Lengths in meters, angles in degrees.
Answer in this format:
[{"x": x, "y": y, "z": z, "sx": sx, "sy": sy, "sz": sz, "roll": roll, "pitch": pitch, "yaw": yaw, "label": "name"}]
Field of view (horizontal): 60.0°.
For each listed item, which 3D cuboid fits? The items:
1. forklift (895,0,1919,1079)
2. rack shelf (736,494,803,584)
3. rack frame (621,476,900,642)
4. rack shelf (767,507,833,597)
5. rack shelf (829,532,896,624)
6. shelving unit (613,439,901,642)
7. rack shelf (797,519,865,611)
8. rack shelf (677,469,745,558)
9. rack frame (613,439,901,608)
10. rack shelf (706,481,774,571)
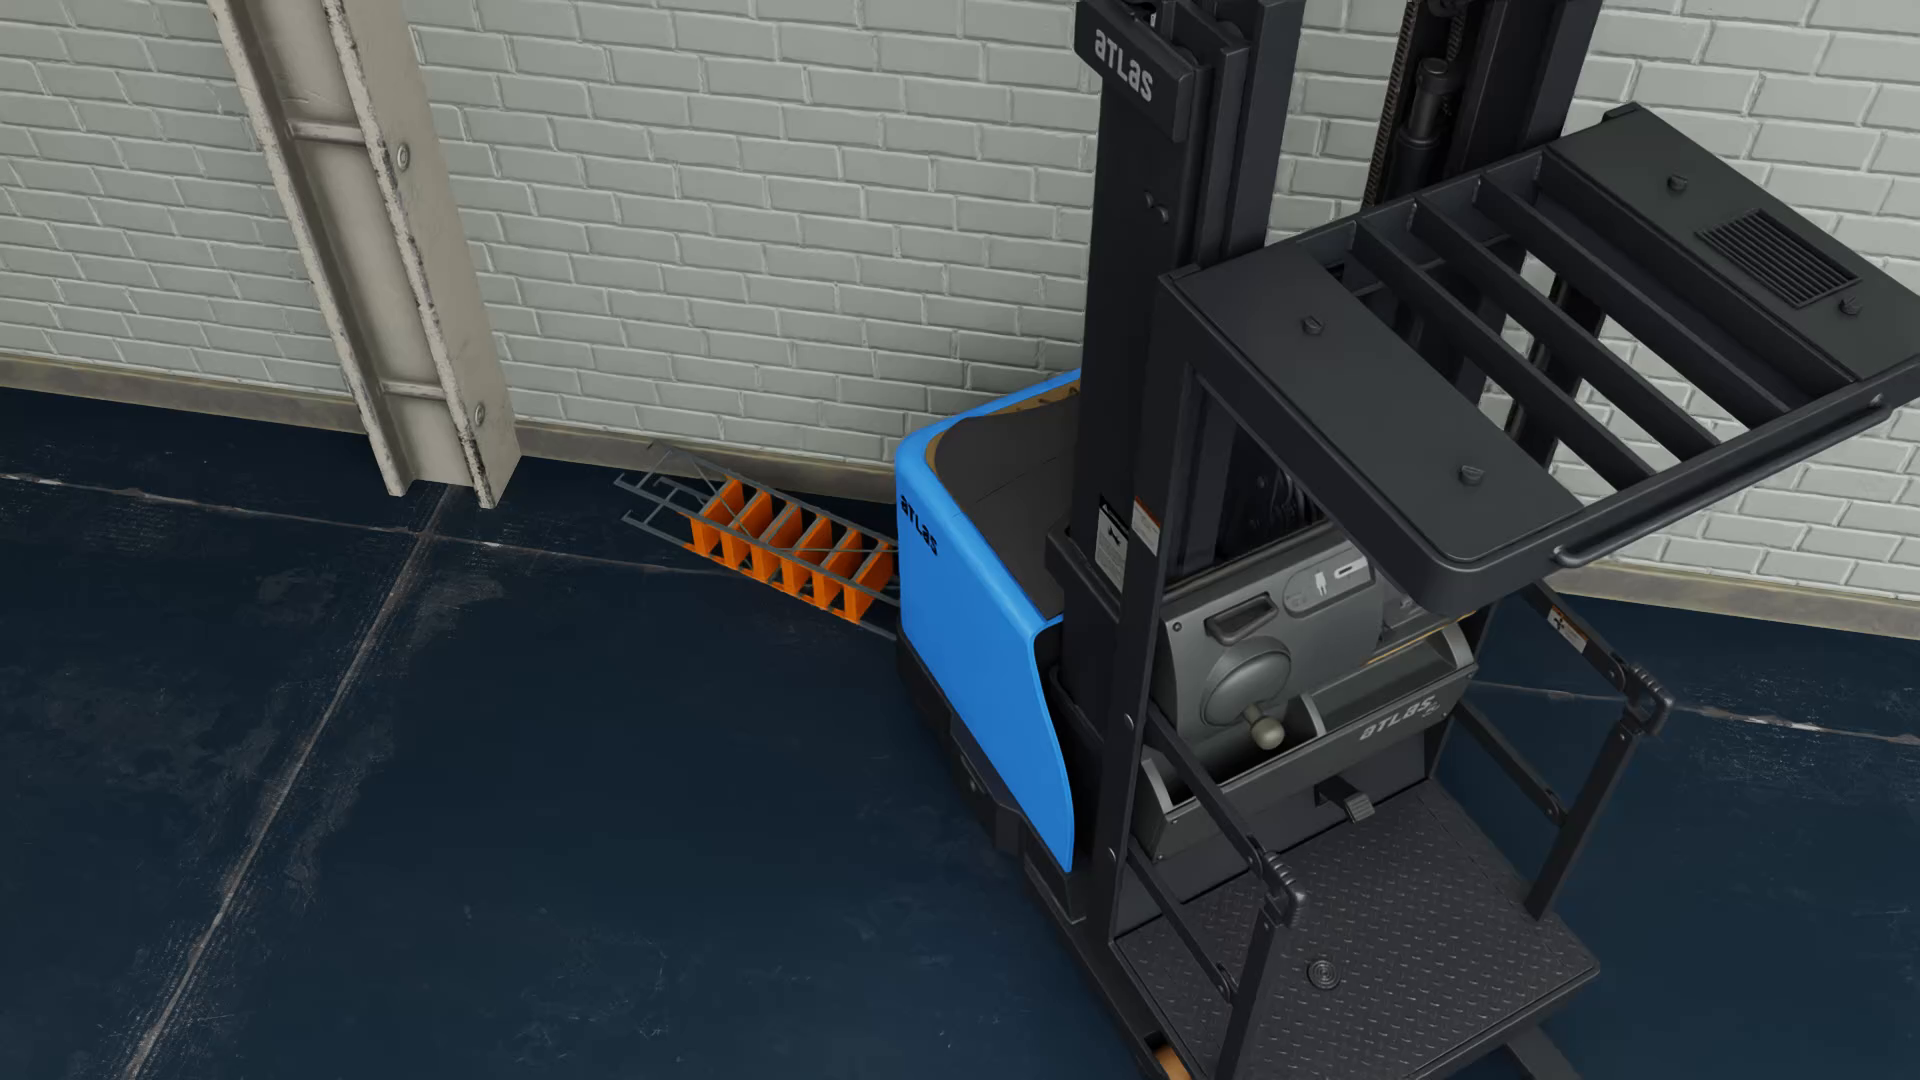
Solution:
[{"x": 0.955, "y": 0.247, "z": 3.558, "sx": 1.130, "sy": 2.935, "sz": 3.031, "roll": -22, "pitch": 52, "yaw": -19, "label": "forklift"}, {"x": -0.637, "y": -0.009, "z": 5.626, "sx": 0.103, "sy": 0.180, "sz": 0.258, "roll": 22, "pitch": 52, "yaw": 19, "label": "rack shelf"}, {"x": -0.598, "y": 0.068, "z": 5.680, "sx": 1.200, "sy": 0.006, "sz": 0.240, "roll": 22, "pitch": 52, "yaw": 19, "label": "rack frame"}, {"x": -0.532, "y": 0.034, "z": 5.588, "sx": 0.103, "sy": 0.180, "sz": 0.258, "roll": 22, "pitch": 52, "yaw": 19, "label": "rack shelf"}, {"x": -0.321, "y": 0.121, "z": 5.512, "sx": 0.103, "sy": 0.180, "sz": 0.258, "roll": 22, "pitch": 52, "yaw": 19, "label": "rack shelf"}, {"x": -0.598, "y": 0.007, "z": 5.612, "sx": 1.200, "sy": 0.189, "sz": 0.258, "roll": 22, "pitch": 52, "yaw": 19, "label": "shelving unit"}, {"x": -0.426, "y": 0.078, "z": 5.550, "sx": 0.103, "sy": 0.180, "sz": 0.258, "roll": 22, "pitch": 52, "yaw": 19, "label": "rack shelf"}, {"x": -0.847, "y": -0.096, "z": 5.703, "sx": 0.103, "sy": 0.180, "sz": 0.258, "roll": 22, "pitch": 52, "yaw": 19, "label": "rack shelf"}, {"x": -0.597, "y": -0.054, "z": 5.544, "sx": 1.200, "sy": 0.006, "sz": 0.240, "roll": 22, "pitch": 52, "yaw": 19, "label": "rack frame"}, {"x": -0.742, "y": -0.053, "z": 5.664, "sx": 0.103, "sy": 0.180, "sz": 0.258, "roll": 22, "pitch": 52, "yaw": 19, "label": "rack shelf"}]
